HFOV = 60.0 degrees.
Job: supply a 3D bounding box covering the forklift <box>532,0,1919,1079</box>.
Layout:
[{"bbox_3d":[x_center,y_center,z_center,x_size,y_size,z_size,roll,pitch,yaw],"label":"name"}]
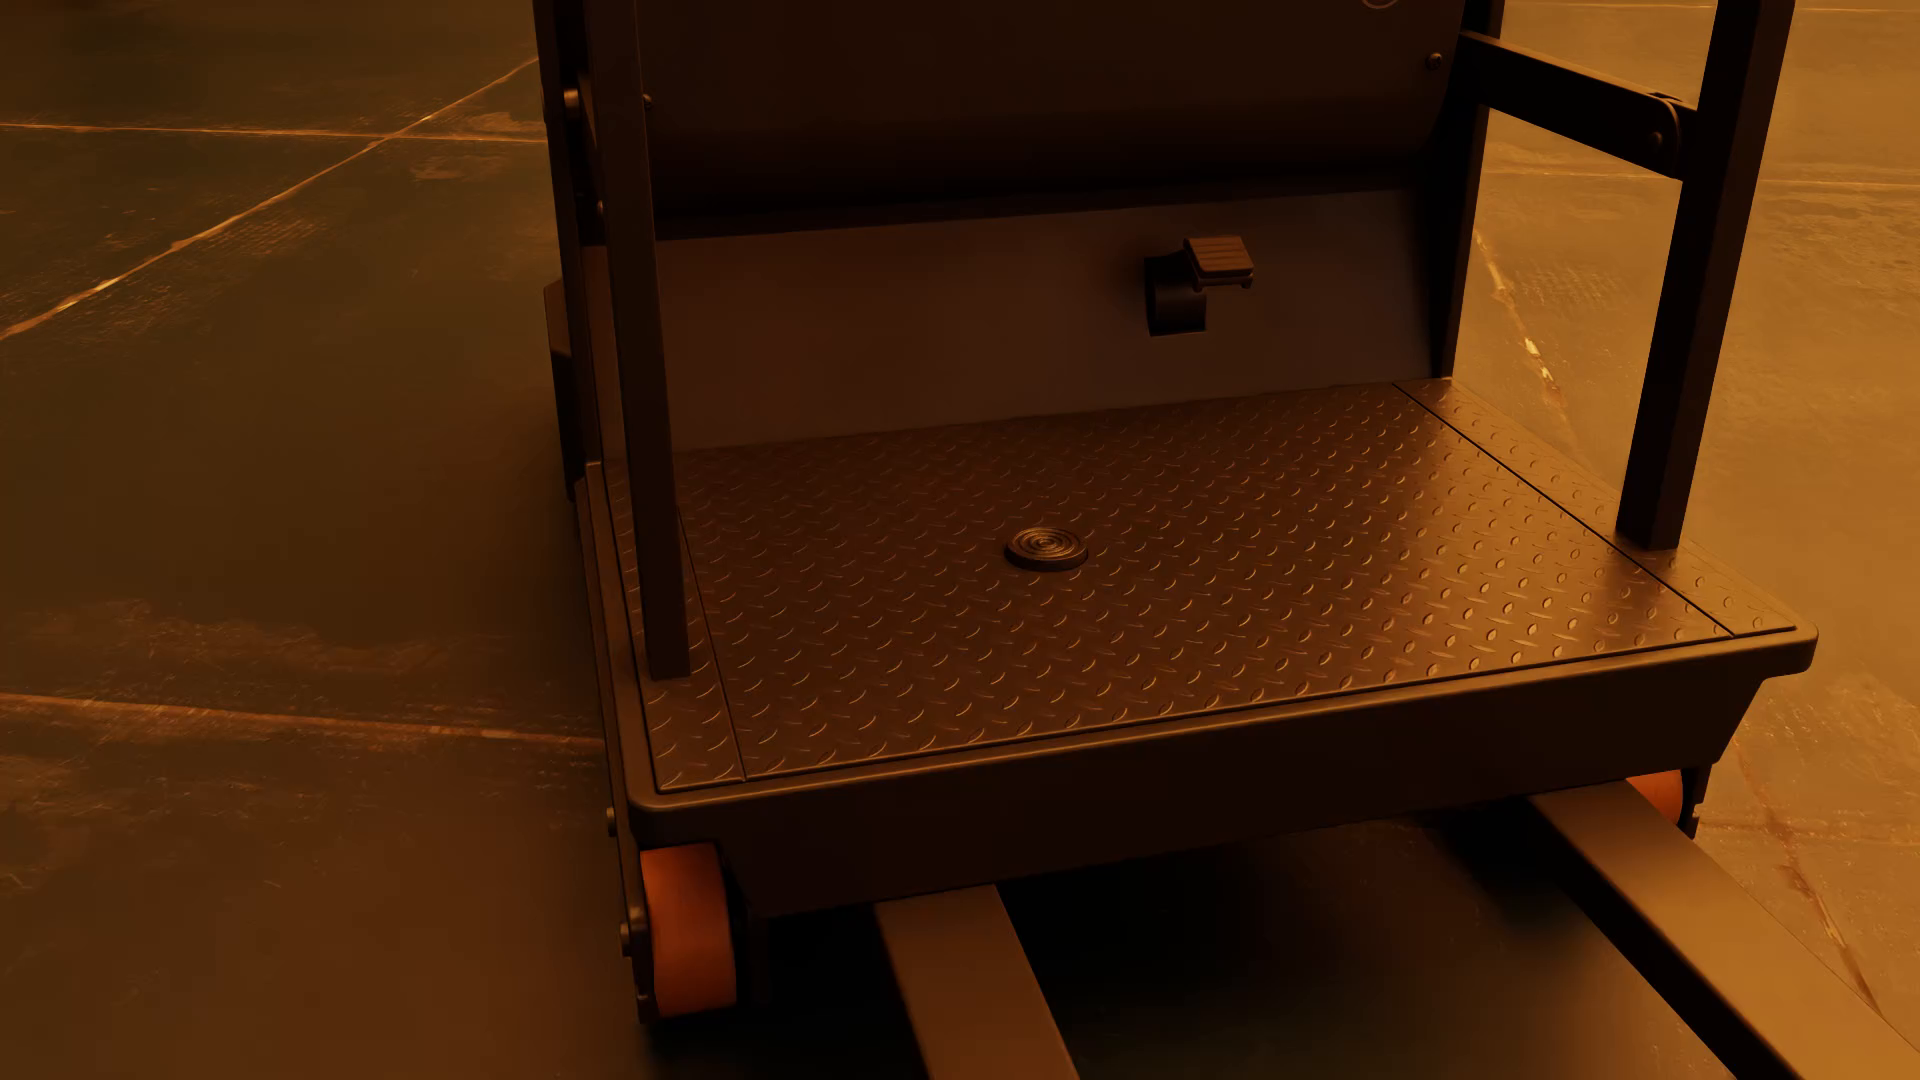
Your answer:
[{"bbox_3d":[0.153,-1.049,1.319,1.130,2.935,3.031,-7,27,-13],"label":"forklift"}]
